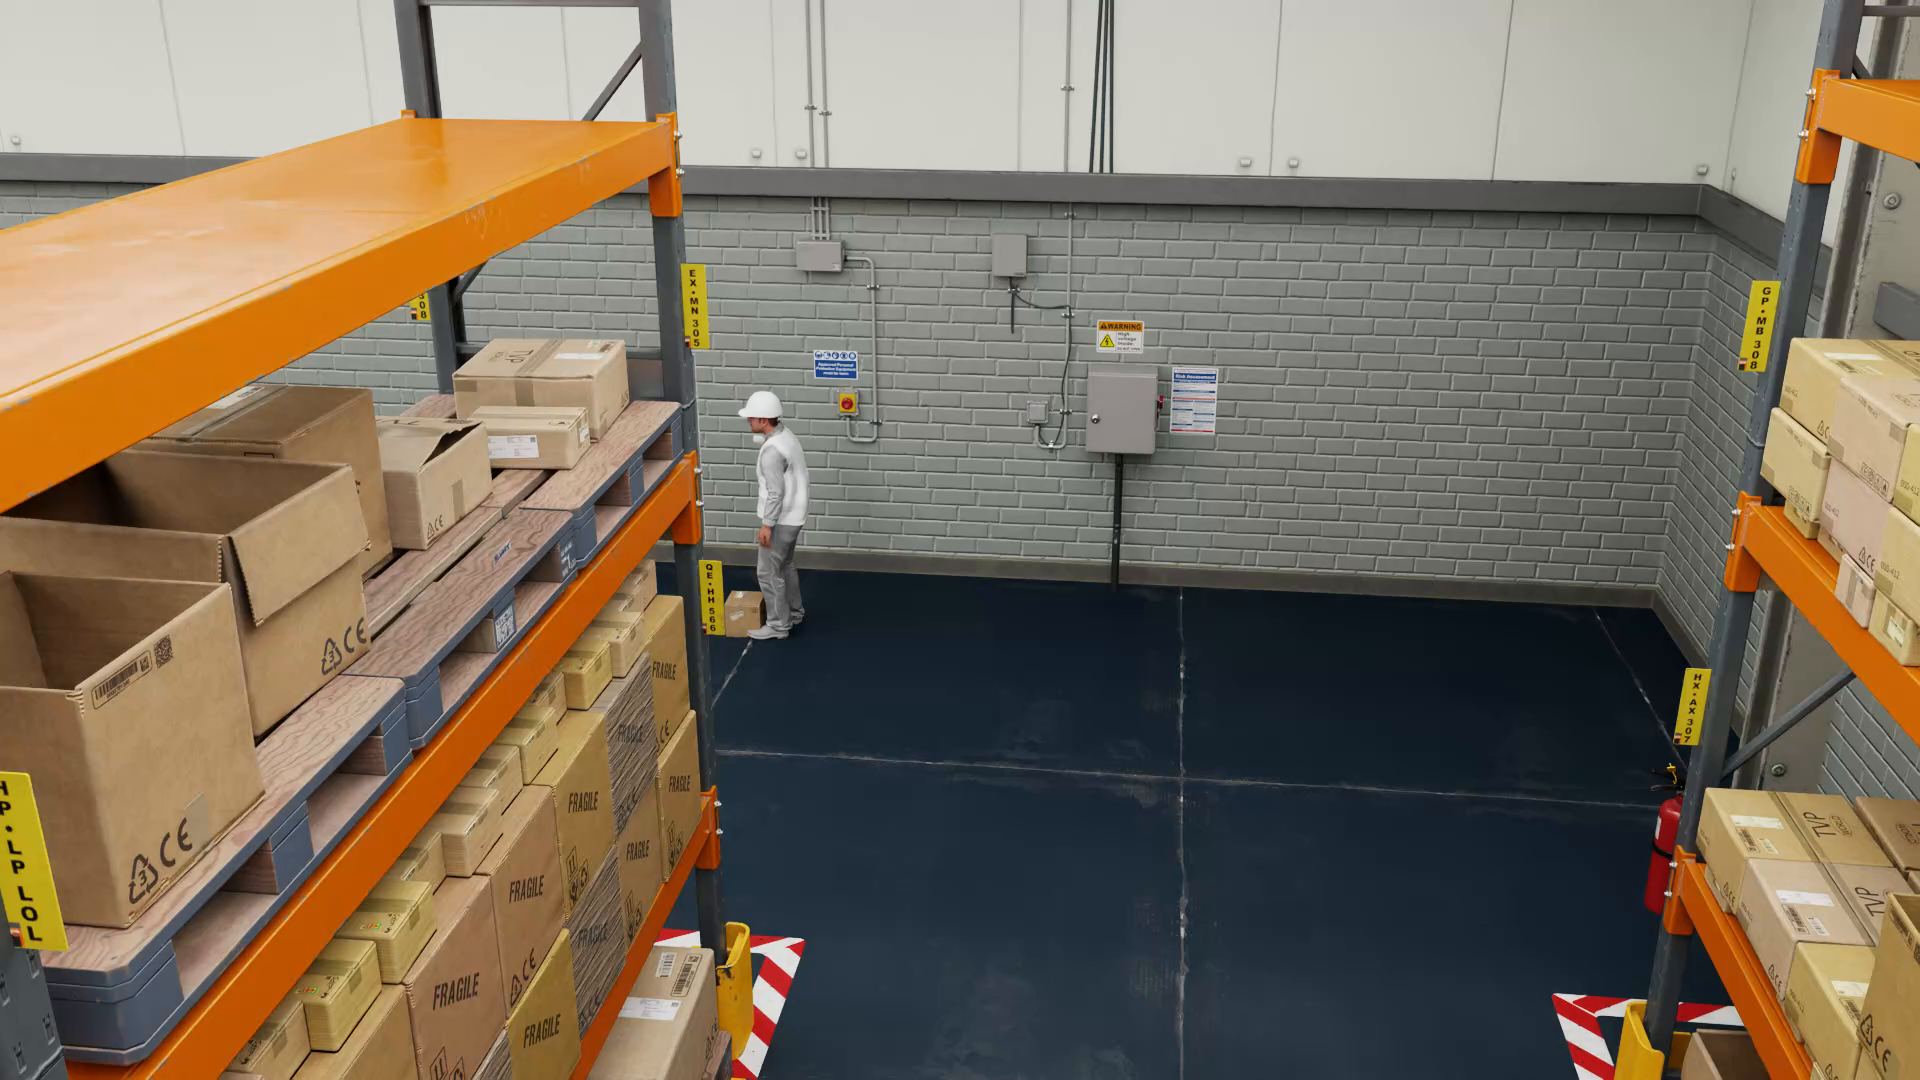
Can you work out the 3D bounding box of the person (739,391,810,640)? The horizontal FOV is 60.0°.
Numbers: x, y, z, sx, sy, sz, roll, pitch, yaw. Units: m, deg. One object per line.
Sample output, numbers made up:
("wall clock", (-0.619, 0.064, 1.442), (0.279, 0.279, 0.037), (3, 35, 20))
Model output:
("person", (-1.265, -0.174, 11.496), (0.464, 1.772, 0.590), (2, 21, 4))
